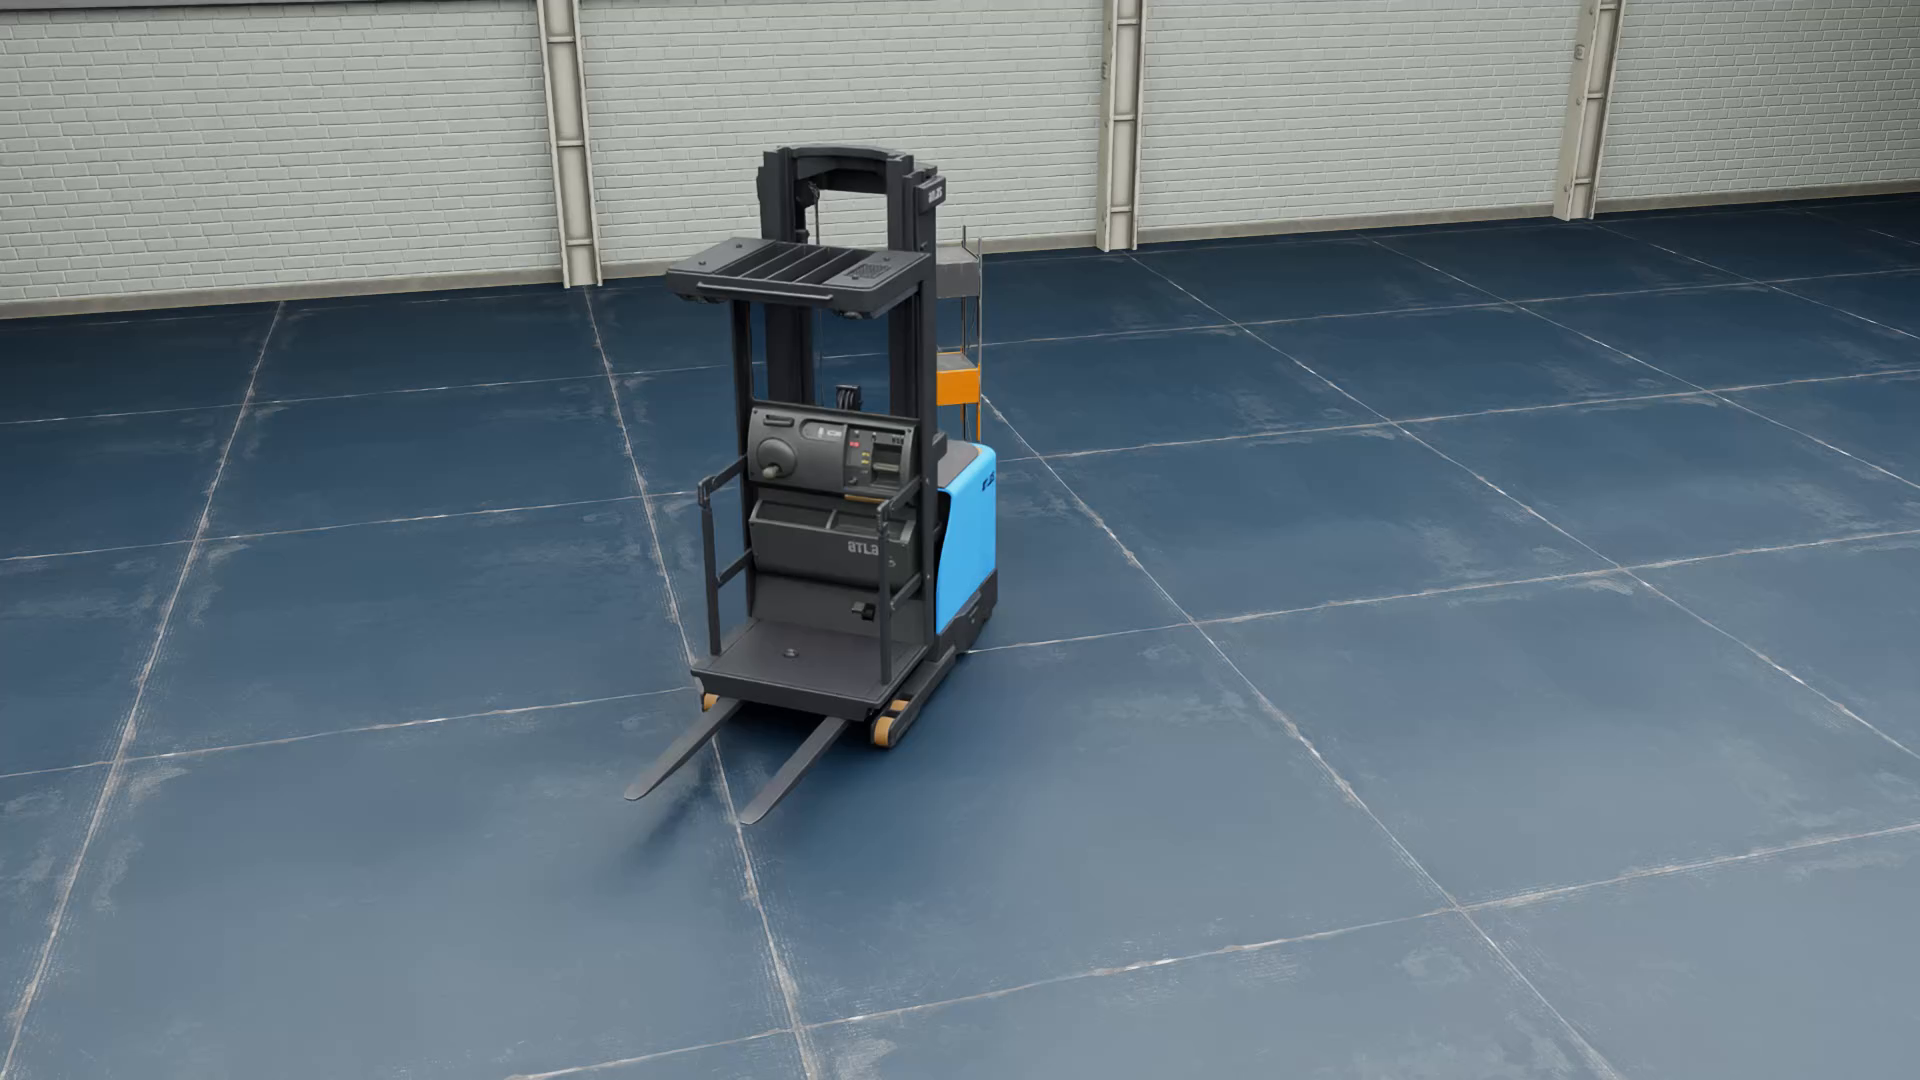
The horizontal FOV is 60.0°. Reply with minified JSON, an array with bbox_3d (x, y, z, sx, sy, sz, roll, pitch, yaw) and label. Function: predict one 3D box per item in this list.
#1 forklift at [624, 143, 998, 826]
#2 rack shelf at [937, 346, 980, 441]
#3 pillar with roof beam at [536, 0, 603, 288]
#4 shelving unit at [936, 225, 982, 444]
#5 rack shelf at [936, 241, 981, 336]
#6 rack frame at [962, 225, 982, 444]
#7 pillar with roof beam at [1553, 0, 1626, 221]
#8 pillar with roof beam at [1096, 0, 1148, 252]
[{"bbox_3d":[-0.755,-0.439,8.557,1.130,2.935,3.031,8,25,18],"label":"forklift"},{"bbox_3d":[-0.159,-0.935,10.800,0.480,0.518,0.431,-6,24,-14],"label":"rack shelf"},{"bbox_3d":[-2.824,-5.213,11.987,0.400,9.000,9.100,-6,24,-14],"label":"pillar with roof beam"},{"bbox_3d":[-0.159,-0.947,10.795,0.503,2.100,0.431,-6,24,-14],"label":"shelving unit"},{"bbox_3d":[-0.159,-1.578,10.524,0.480,0.518,0.431,-6,24,-14],"label":"rack shelf"},{"bbox_3d":[0.076,-0.973,10.855,0.015,2.100,0.400,-6,24,-14],"label":"rack frame"},{"bbox_3d":[8.730,-6.491,14.966,0.400,9.000,9.100,-6,24,-14],"label":"pillar with roof beam"},{"bbox_3d":[2.953,-5.852,13.476,0.400,9.000,9.100,-6,24,-14],"label":"pillar with roof beam"}]
